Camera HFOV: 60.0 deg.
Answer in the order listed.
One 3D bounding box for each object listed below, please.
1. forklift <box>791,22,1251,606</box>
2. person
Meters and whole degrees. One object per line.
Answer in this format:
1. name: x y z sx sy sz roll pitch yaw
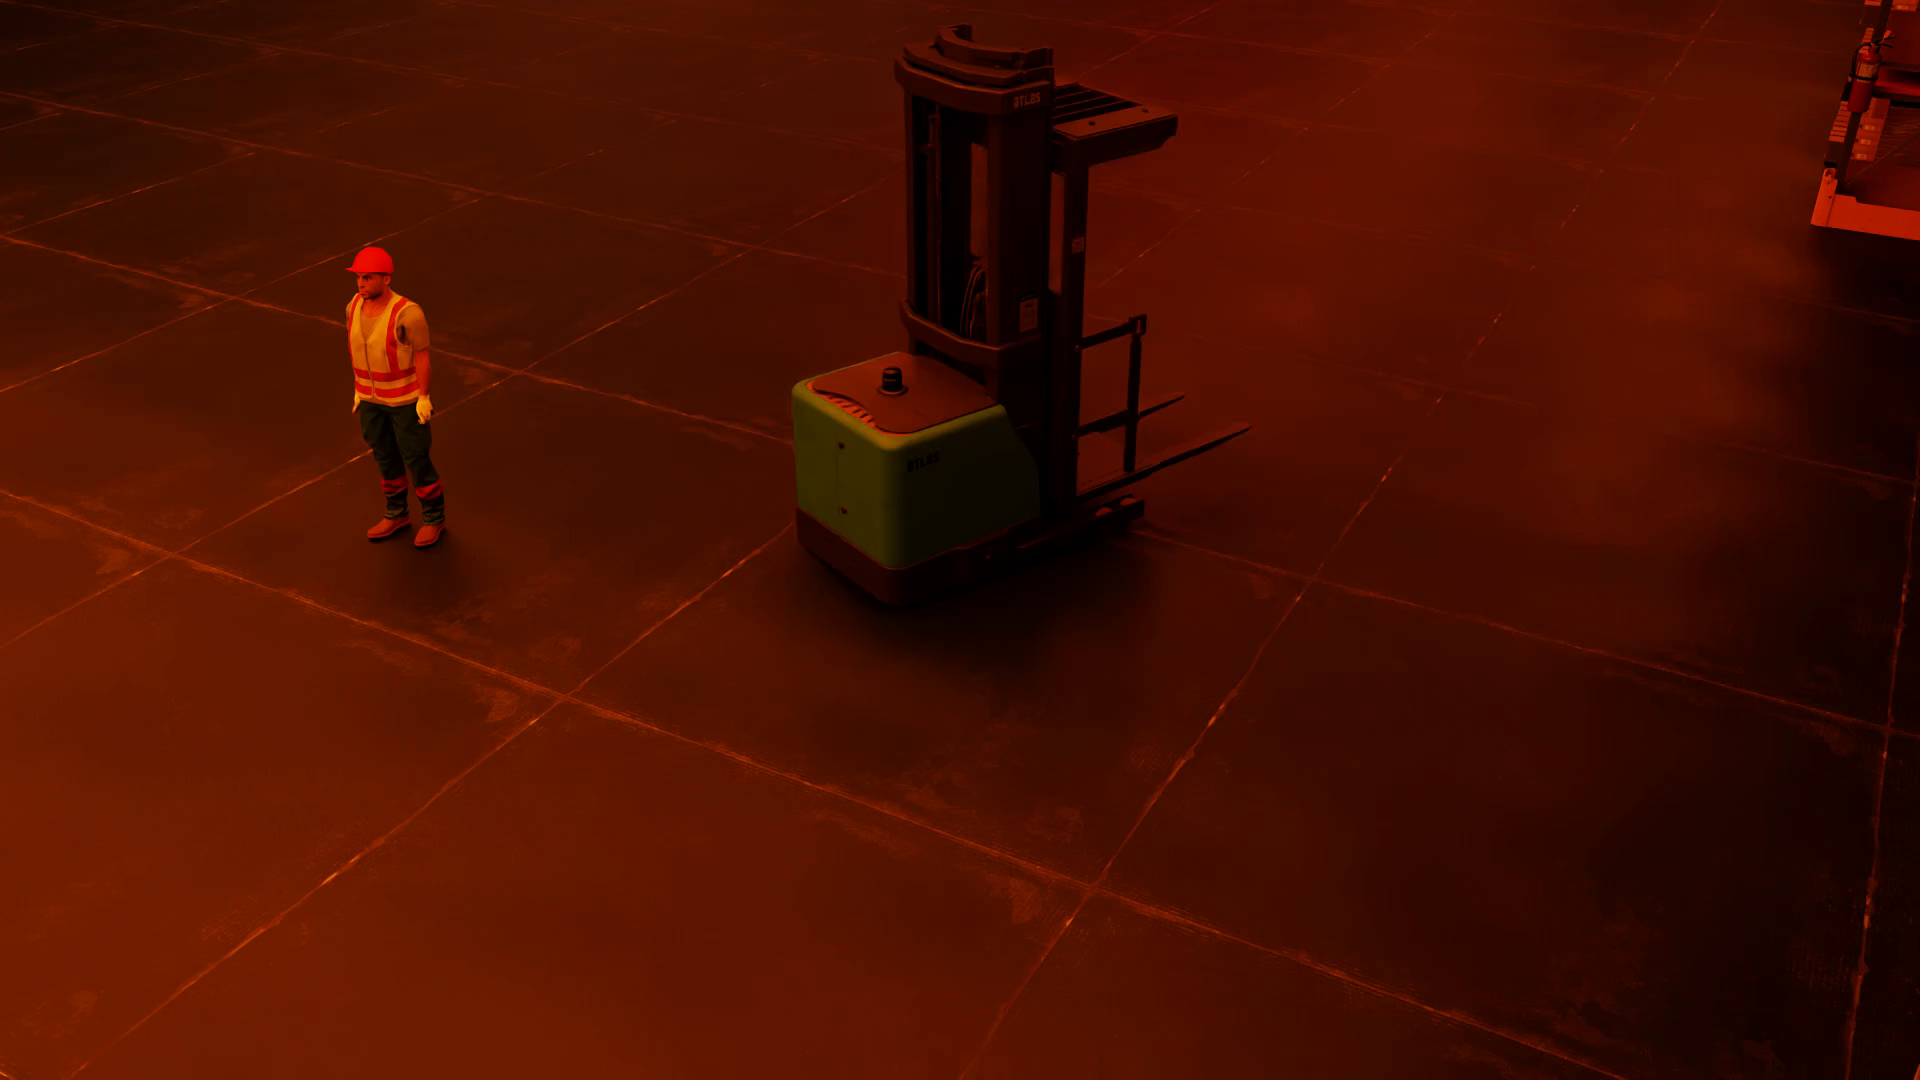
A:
1. forklift: 0.504 -1.489 9.651 3.031 2.935 1.130 -21 36 -32
2. person: -3.300 -0.821 9.637 0.526 1.794 0.381 9 31 16
